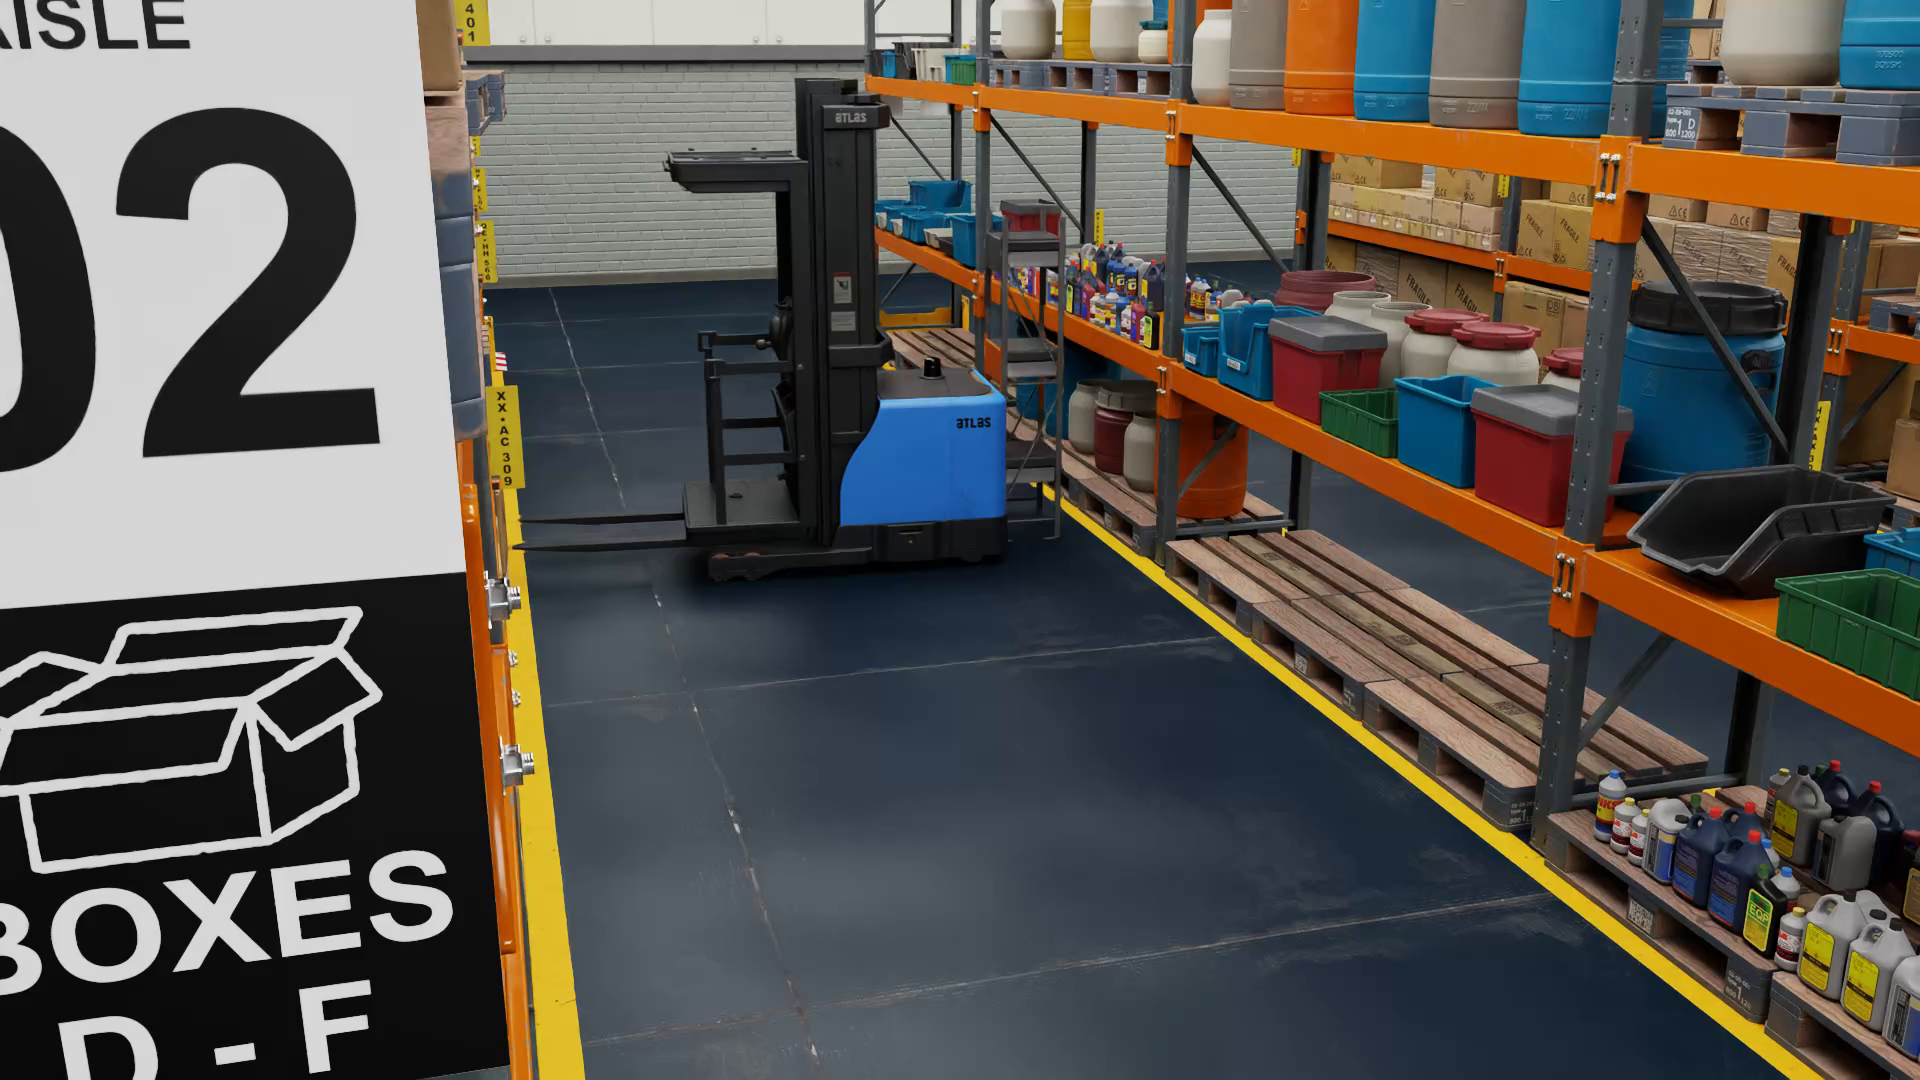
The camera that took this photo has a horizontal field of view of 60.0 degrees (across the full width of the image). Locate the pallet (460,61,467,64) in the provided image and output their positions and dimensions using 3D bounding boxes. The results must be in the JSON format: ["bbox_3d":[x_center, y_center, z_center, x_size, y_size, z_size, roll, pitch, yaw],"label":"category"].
[{"bbox_3d":[-4.029,-3.192,11.478,1.213,0.211,1.003,-5,17,-15],"label":"pallet"}]

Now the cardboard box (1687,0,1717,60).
[{"bbox_3d":[5.902,-3.958,12.791,0.797,0.503,0.637,-5,17,-16],"label":"cardboard box"}]

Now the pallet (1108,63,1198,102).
[{"bbox_3d":[1.606,-2.881,10.444,1.003,0.211,1.213,-5,17,-15],"label":"pallet"}]

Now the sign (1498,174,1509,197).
[{"bbox_3d":[4.852,-3.222,14.822,0.100,0.325,0.005,-5,17,-15],"label":"sign"}]

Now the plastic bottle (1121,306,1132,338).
[{"bbox_3d":[1.096,-1.423,10.821,0.097,0.201,0.097,0,17,0],"label":"plastic bottle"}]

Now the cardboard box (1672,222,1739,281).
[{"bbox_3d":[5.833,-2.154,12.735,0.500,0.500,0.500,-5,18,-17],"label":"cardboard box"}]

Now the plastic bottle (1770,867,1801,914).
[{"bbox_3d":[2.772,1.233,5.613,0.097,0.271,0.097,0,17,0],"label":"plastic bottle"}]

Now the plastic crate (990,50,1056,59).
[{"bbox_3d":[0.545,-4.162,14.605,0.497,0.269,0.590,-5,17,-15],"label":"plastic crate"}]

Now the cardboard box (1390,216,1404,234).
[{"bbox_3d":[4.564,-3.178,16.754,0.380,0.149,0.250,-4,17,-14],"label":"cardboard box"}]

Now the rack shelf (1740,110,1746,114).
[{"bbox_3d":[5.934,-3.353,12.936,1.077,0.370,4.000,-5,17,-15],"label":"rack shelf"}]

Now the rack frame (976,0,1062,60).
[{"bbox_3d":[0.623,-5.295,12.939,1.000,3.000,0.127,-5,17,-15],"label":"rack frame"}]

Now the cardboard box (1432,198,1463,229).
[{"bbox_3d":[4.867,-3.129,15.898,0.500,0.250,0.500,-4,17,-14],"label":"cardboard box"}]

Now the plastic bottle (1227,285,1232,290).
[{"bbox_3d":[1.794,-1.574,11.180,0.061,0.283,0.133,-5,17,-15],"label":"plastic bottle"}]

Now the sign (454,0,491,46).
[{"bbox_3d":[-1.409,-1.585,4.765,0.100,0.325,0.005,-5,17,-15],"label":"sign"}]

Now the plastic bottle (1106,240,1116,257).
[{"bbox_3d":[1.190,-2.170,13.049,0.144,0.351,0.185,-5,17,-15],"label":"plastic bottle"}]

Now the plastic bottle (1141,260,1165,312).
[{"bbox_3d":[1.383,-1.816,11.871,0.144,0.351,0.185,-5,17,-15],"label":"plastic bottle"}]

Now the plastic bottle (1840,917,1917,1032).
[{"bbox_3d":[2.864,1.326,5.164,0.144,0.351,0.185,-4,17,-13],"label":"plastic bottle"}]

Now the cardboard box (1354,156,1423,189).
[{"bbox_3d":[4.443,-3.915,17.211,0.500,0.500,0.500,-5,17,-17],"label":"cardboard box"}]

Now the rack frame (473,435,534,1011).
[{"bbox_3d":[-1.943,0.181,5.135,1.000,3.000,0.127,-5,17,-15],"label":"rack frame"}]

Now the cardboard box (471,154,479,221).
[{"bbox_3d":[-4.000,-2.711,12.851,0.500,0.500,0.500,-4,17,-14],"label":"cardboard box"}]

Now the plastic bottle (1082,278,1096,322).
[{"bbox_3d":[0.886,-1.654,11.448,0.061,0.283,0.133,-5,17,-15],"label":"plastic bottle"}]

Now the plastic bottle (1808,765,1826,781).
[{"bbox_3d":[3.271,0.988,6.407,0.061,0.283,0.133,-4,17,-12],"label":"plastic bottle"}]

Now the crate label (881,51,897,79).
[{"bbox_3d":[-0.534,-4.613,16.141,0.408,0.251,0.502,-5,17,-15],"label":"crate label"}]

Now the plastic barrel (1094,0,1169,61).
[{"bbox_3d":[1.239,-3.840,11.707,0.600,0.901,0.708,-5,17,-15],"label":"plastic barrel"}]

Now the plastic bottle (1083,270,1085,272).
[{"bbox_3d":[0.899,-1.806,11.972,0.097,0.271,0.097,0,17,0],"label":"plastic bottle"}]

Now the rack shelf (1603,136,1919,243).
[{"bbox_3d":[3.371,-0.748,4.266,1.077,0.370,4.000,-5,17,-15],"label":"rack shelf"}]

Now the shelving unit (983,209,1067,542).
[{"bbox_3d":[0.413,-1.072,10.872,0.431,2.100,0.503,-3,17,-11],"label":"shelving unit"}]

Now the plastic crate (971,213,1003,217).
[{"bbox_3d":[0.380,-2.831,15.265,0.437,0.282,0.530,-5,17,-15],"label":"plastic crate"}]

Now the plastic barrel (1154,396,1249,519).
[{"bbox_3d":[1.571,-0.612,10.816,0.600,0.830,0.708,-5,17,-15],"label":"plastic barrel"}]

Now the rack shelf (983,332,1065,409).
[{"bbox_3d":[0.413,-1.059,10.876,0.431,0.518,0.480,-3,17,-11],"label":"rack shelf"}]

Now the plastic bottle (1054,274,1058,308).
[{"bbox_3d":[0.734,-1.821,12.024,0.097,0.271,0.097,0,17,0],"label":"plastic bottle"}]

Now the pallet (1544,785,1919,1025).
[{"bbox_3d":[2.966,1.315,6.207,1.003,0.211,1.213,-5,17,-15],"label":"pallet"}]

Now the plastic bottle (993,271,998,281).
[{"bbox_3d":[0.313,-2.231,13.369,0.061,0.283,0.133,-5,17,-15],"label":"plastic bottle"}]

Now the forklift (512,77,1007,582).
[{"bbox_3d":[-1.271,-1.315,10.234,3.031,2.935,1.130,-3,17,-10],"label":"forklift"}]

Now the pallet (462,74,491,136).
[{"bbox_3d":[-2.459,-1.782,6.784,1.003,0.211,1.213,-4,17,-13],"label":"pallet"}]

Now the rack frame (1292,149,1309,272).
[{"bbox_3d":[4.286,-3.920,18.789,1.000,3.000,0.127,-5,17,-15],"label":"rack frame"}]

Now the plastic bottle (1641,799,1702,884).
[{"bbox_3d":[2.602,1.094,6.064,0.152,0.276,0.135,-4,17,-13],"label":"plastic bottle"}]

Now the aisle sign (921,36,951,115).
[{"bbox_3d":[-0.215,-4.817,17.255,0.394,0.787,0.004,-5,17,-15],"label":"aisle sign"}]

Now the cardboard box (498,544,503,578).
[{"bbox_3d":[-2.512,0.191,8.178,0.500,0.311,0.500,-5,17,-16],"label":"cardboard box"}]

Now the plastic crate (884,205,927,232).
[{"bbox_3d":[-0.544,-3.201,16.581,0.416,0.233,0.300,-5,17,-15],"label":"plastic crate"}]

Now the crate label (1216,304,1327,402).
[{"bbox_3d":[1.735,-1.037,9.127,0.502,0.435,0.616,-5,17,-15],"label":"crate label"}]

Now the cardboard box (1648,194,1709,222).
[{"bbox_3d":[5.932,-2.805,13.158,0.797,0.503,0.637,-4,17,-13],"label":"cardboard box"}]

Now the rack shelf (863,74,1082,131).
[{"bbox_3d":[0.073,-4.068,15.316,1.077,0.370,4.000,-5,17,-15],"label":"rack shelf"}]

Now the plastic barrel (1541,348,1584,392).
[{"bbox_3d":[2.769,-0.557,7.354,0.433,0.535,0.433,0,17,0],"label":"plastic barrel"}]

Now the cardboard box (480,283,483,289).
[{"bbox_3d":[-4.019,-2.242,13.028,0.500,0.500,0.500,-4,17,-14],"label":"cardboard box"}]

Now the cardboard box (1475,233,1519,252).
[{"bbox_3d":[4.986,-2.752,15.336,0.380,0.149,0.250,-5,17,-15],"label":"cardboard box"}]

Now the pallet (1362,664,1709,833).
[{"bbox_3d":[2.568,0.912,7.549,1.003,0.211,1.213,-5,17,-15],"label":"pallet"}]

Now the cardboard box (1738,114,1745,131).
[{"bbox_3d":[9.095,-4.669,18.854,0.500,0.500,0.500,-4,17,-14],"label":"cardboard box"}]

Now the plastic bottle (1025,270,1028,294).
[{"bbox_3d":[0.543,-1.980,12.674,0.097,0.201,0.097,0,17,0],"label":"plastic bottle"}]

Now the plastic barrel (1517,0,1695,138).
[{"bbox_3d":[2.473,-2.010,6.343,0.600,0.901,0.708,-5,17,-15],"label":"plastic barrel"}]

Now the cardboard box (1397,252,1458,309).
[{"bbox_3d":[5.033,-2.435,16.808,0.875,0.875,0.875,-5,17,-15],"label":"cardboard box"}]
